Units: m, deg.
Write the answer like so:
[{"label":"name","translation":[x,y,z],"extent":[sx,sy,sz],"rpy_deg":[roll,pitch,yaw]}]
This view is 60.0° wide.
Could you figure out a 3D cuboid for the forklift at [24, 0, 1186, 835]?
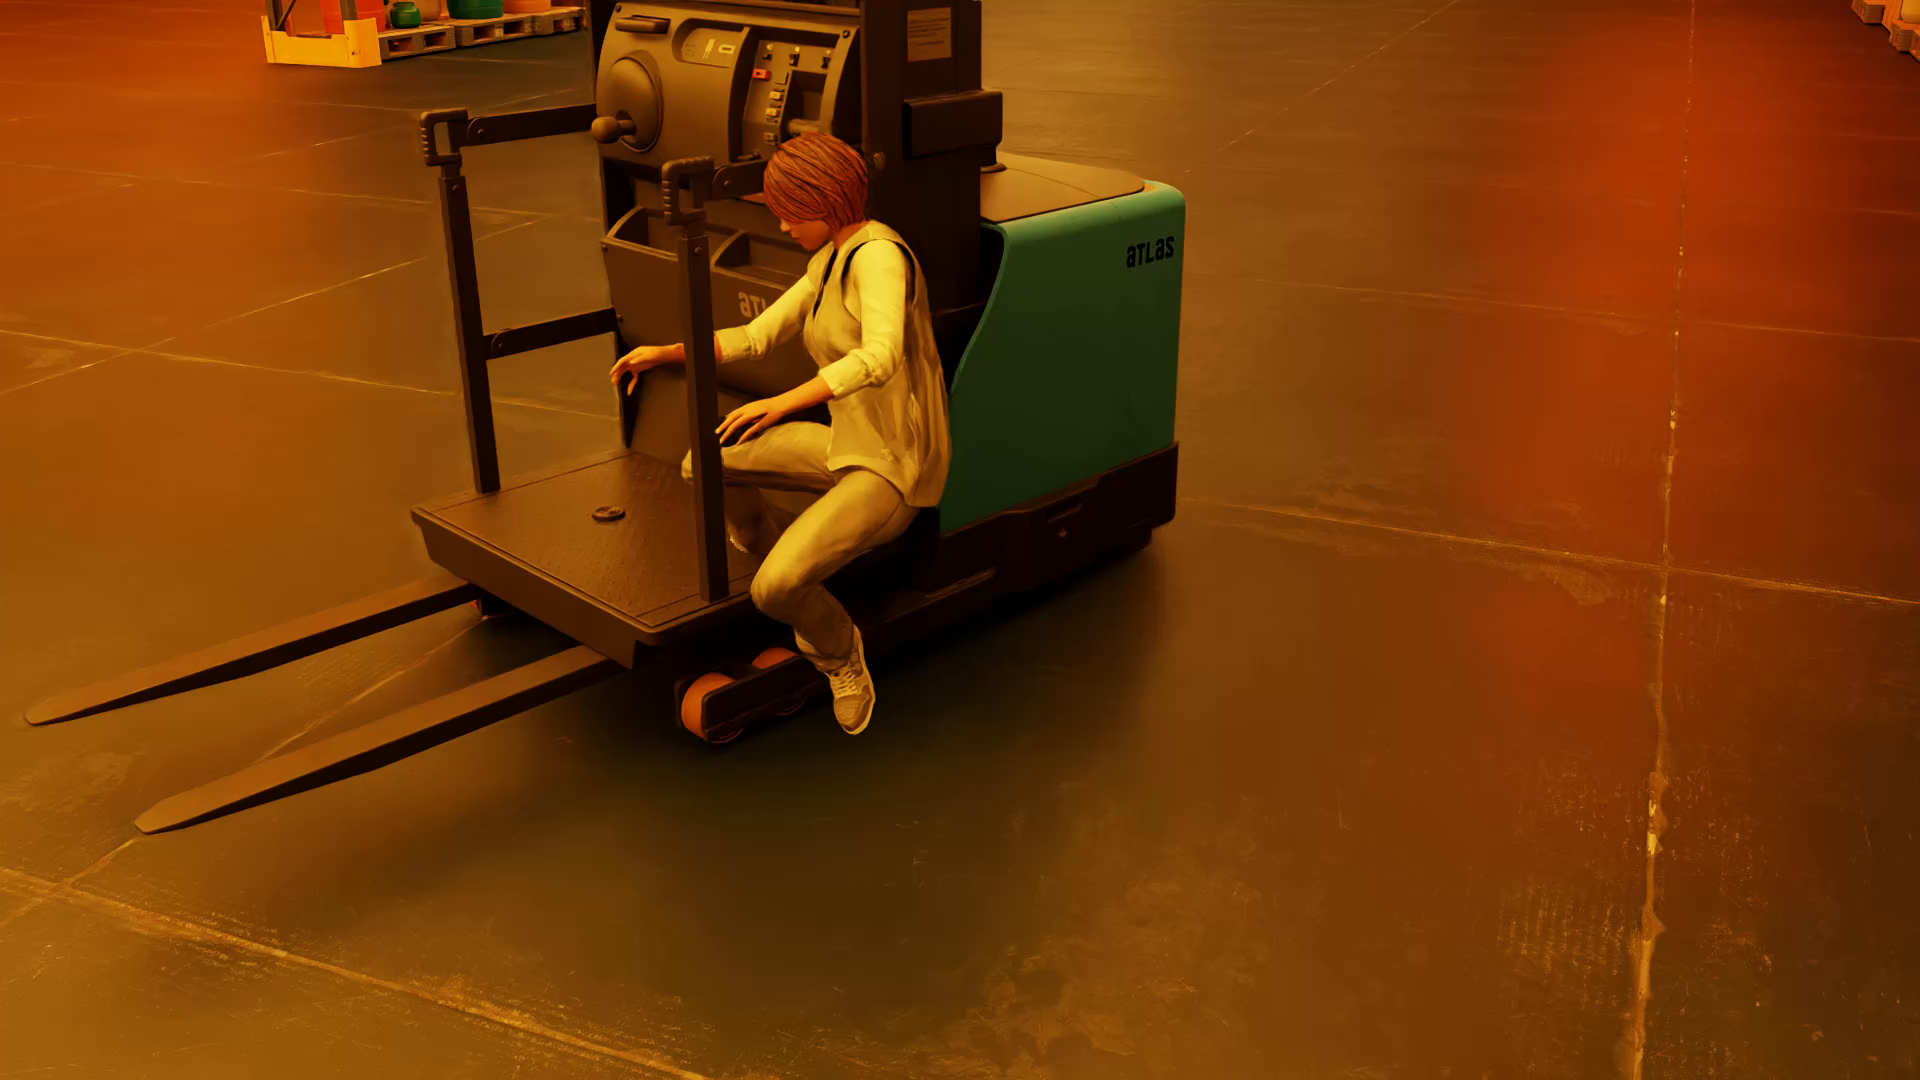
[{"label":"forklift","translation":[-0.733,-1.093,3.907],"extent":[1.130,2.935,3.031],"rpy_deg":[21,30,40]}]

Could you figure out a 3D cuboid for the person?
[{"label":"person","translation":[-0.401,-0.220,3.717],"extent":[0.708,1.331,0.799],"rpy_deg":[-7,24,-17]}]
